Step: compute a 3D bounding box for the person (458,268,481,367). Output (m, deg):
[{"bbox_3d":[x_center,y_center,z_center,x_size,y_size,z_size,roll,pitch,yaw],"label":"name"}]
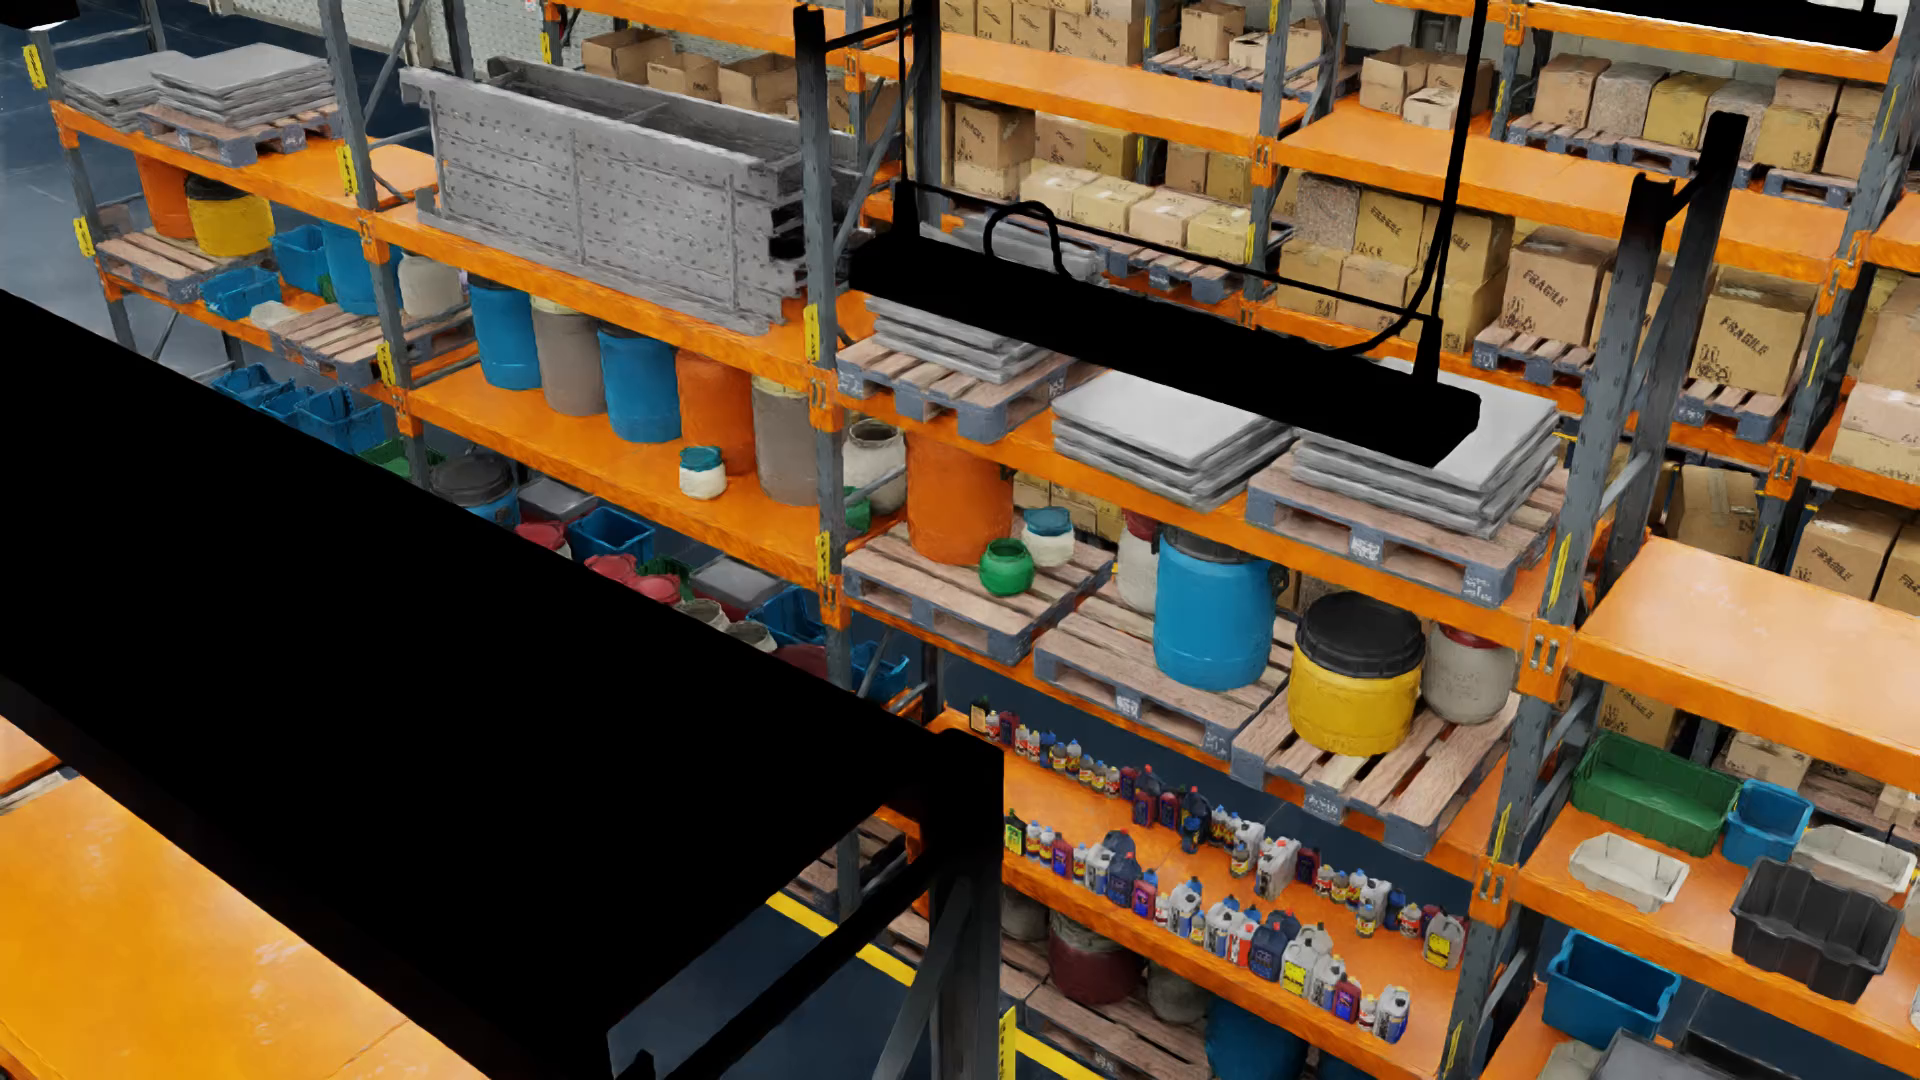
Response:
[{"bbox_3d":[-5.220,-2.442,17.718,0.485,1.644,0.679,-7,32,-11],"label":"person"}]
